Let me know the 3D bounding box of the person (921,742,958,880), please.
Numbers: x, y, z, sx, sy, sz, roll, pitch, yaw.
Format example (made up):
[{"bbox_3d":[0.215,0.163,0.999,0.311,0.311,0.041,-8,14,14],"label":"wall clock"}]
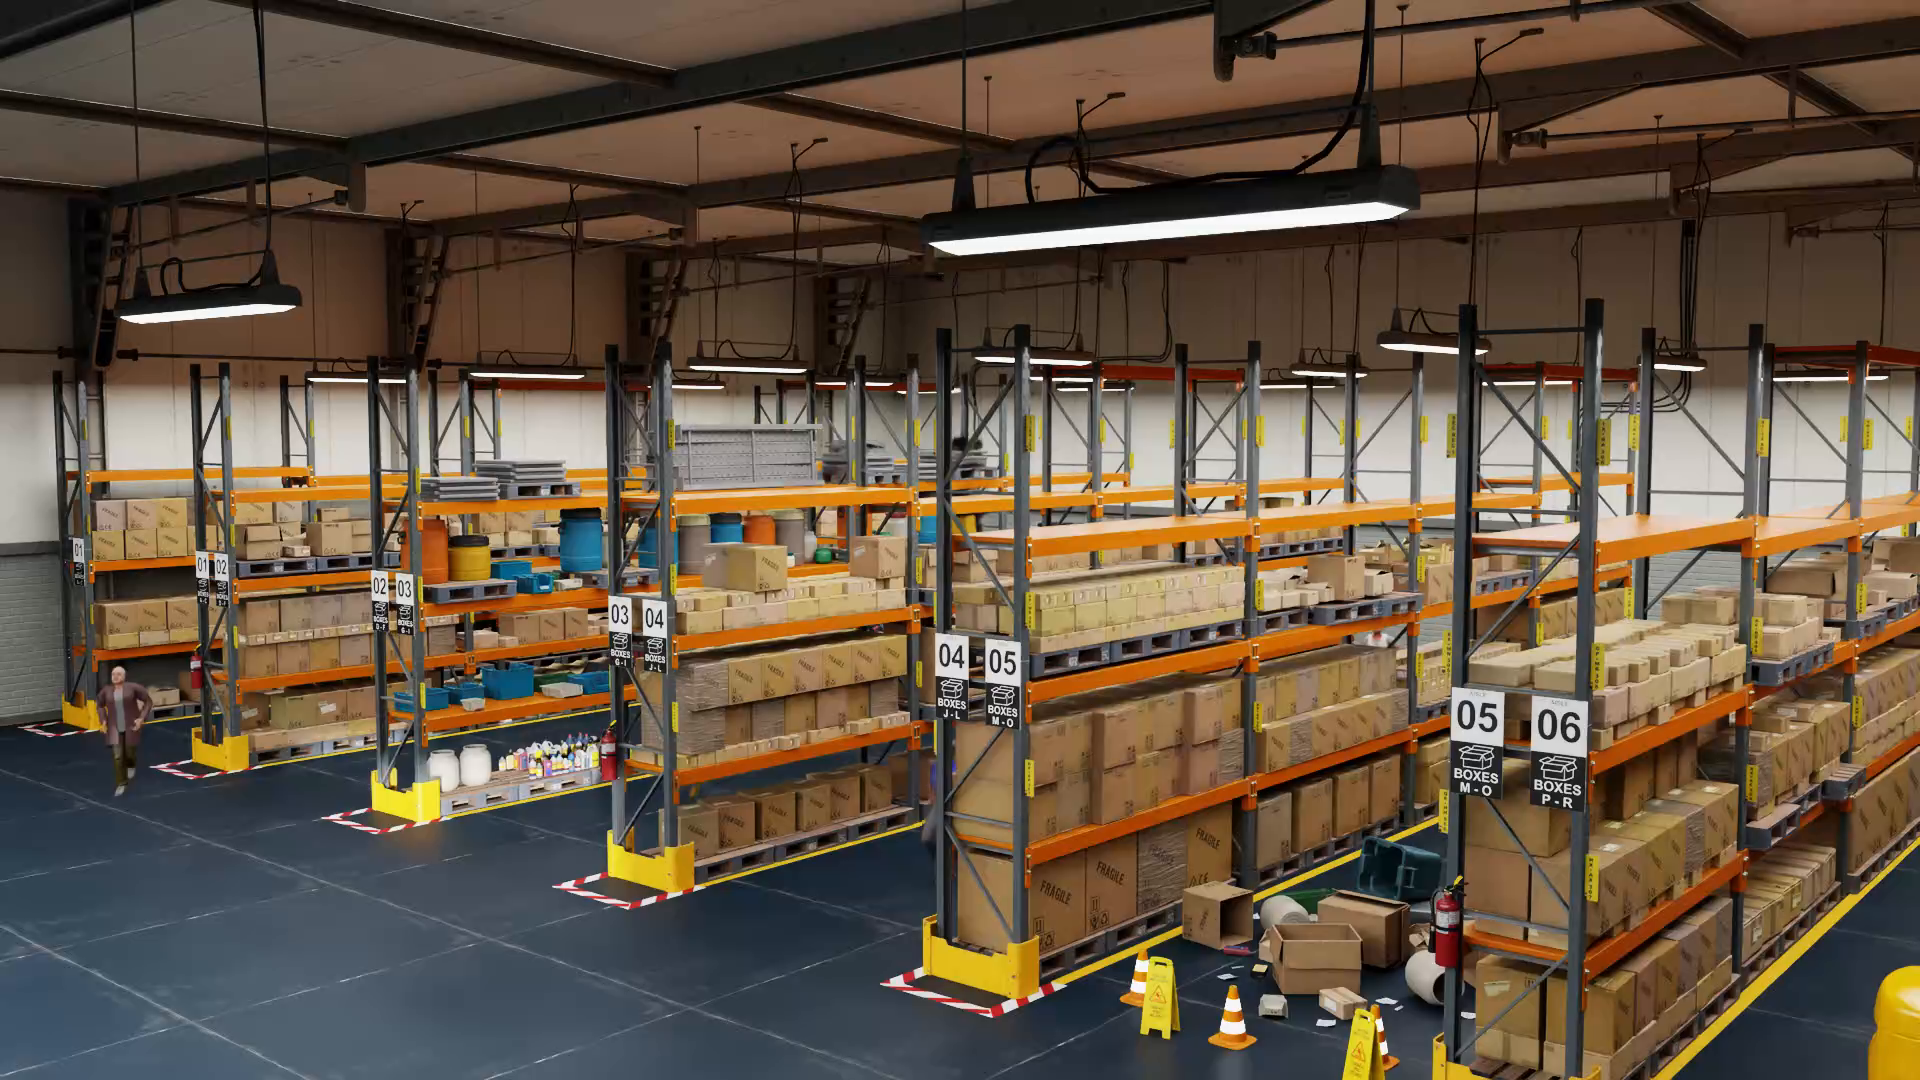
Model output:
[{"bbox_3d":[-0.166,3.014,18.484,0.572,1.609,0.635,2,5,27],"label":"person"}]

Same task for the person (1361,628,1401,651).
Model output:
[{"bbox_3d":[7.135,2.214,28.424,0.633,1.745,0.725,3,5,32],"label":"person"}]

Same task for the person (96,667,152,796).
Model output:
[{"bbox_3d":[-11.644,2.630,23.191,0.719,1.775,0.731,-1,4,-15],"label":"person"}]

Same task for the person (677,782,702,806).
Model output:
[{"bbox_3d":[-3.641,2.723,21.835,0.726,1.754,0.950,2,4,22],"label":"person"}]
